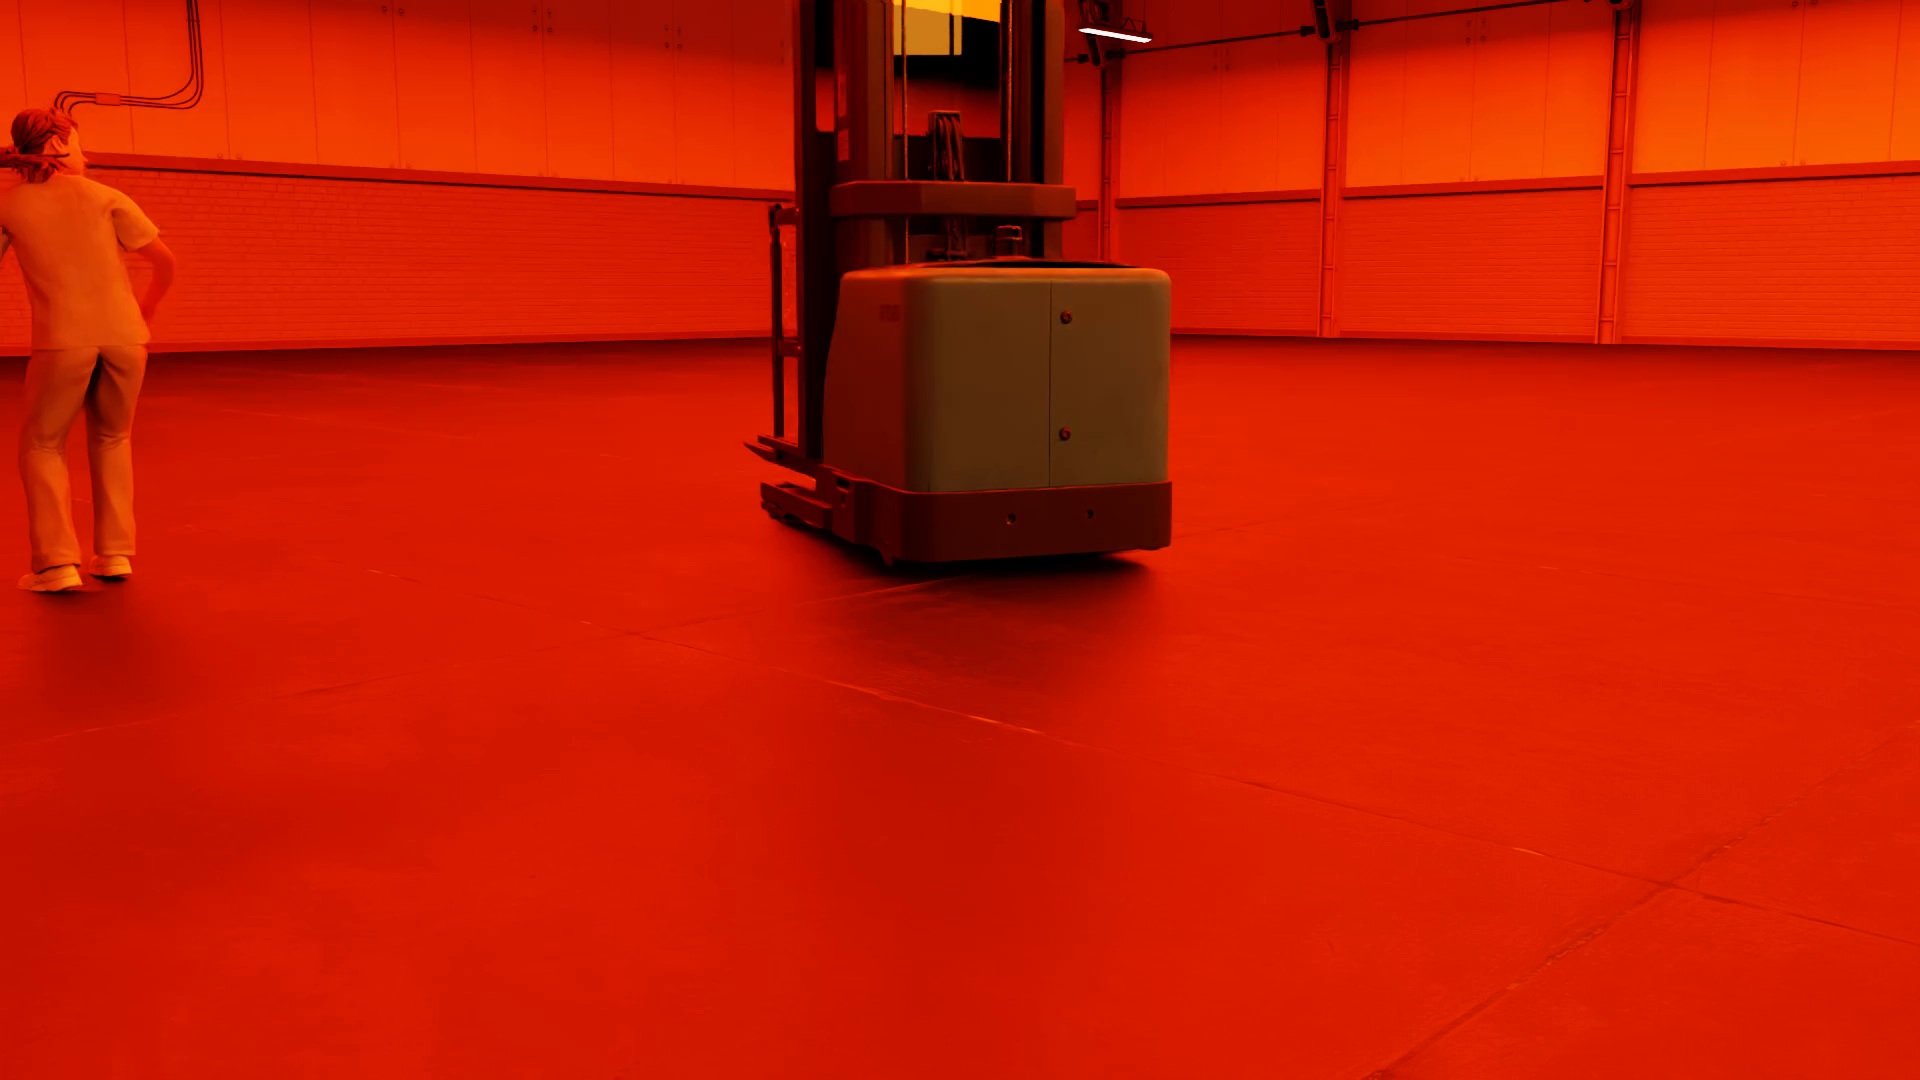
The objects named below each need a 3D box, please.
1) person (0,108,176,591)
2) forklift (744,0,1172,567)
[{"bbox_3d":[-3.040,-0.638,5.668,0.673,1.621,0.534,-6,10,-35],"label":"person"},{"bbox_3d":[-0.236,-1.534,7.060,1.130,2.935,3.031,-3,9,-21],"label":"forklift"}]
